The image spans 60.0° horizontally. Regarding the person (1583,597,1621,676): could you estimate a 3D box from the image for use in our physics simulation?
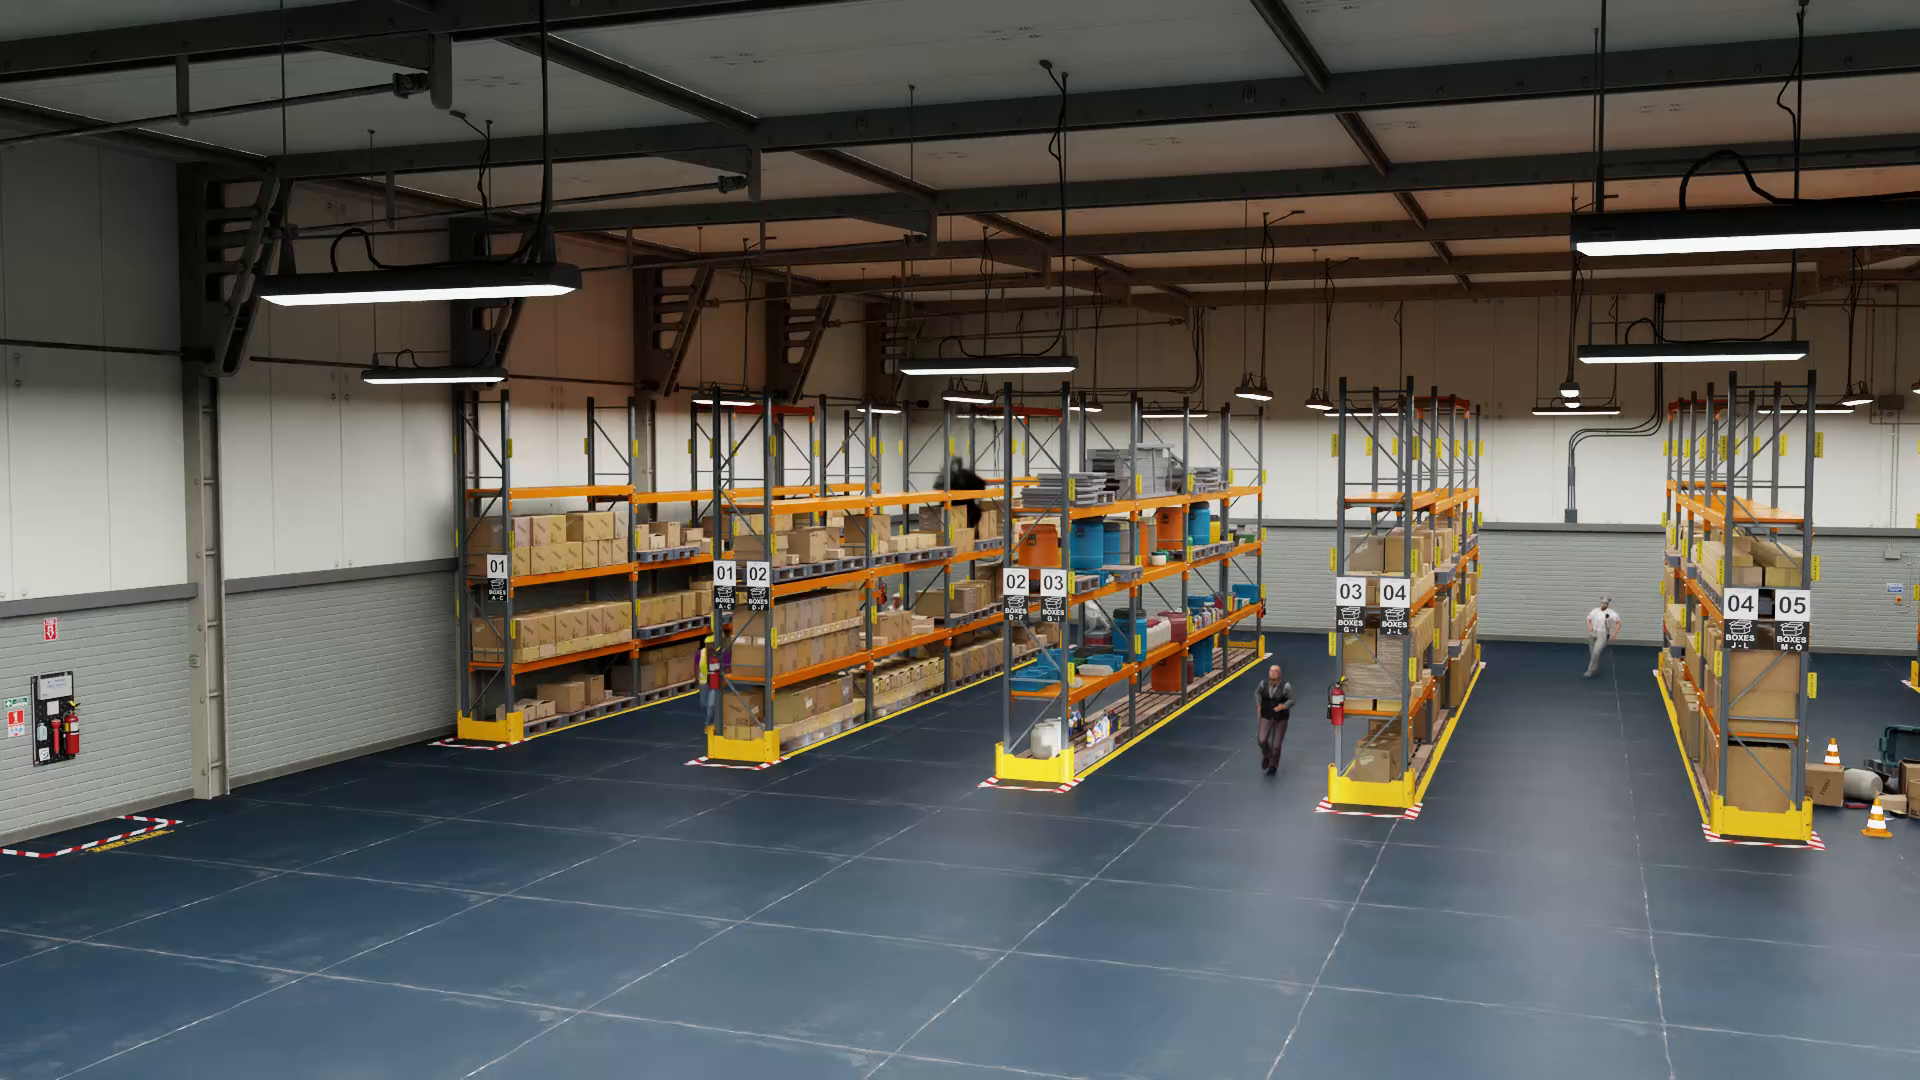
[{"bbox_3d":[14.062,2.100,36.502,0.719,1.736,0.944,3,4,44],"label":"person"}]

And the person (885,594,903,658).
[{"bbox_3d":[-1.442,2.072,37.267,0.690,1.755,0.812,1,3,15],"label":"person"}]

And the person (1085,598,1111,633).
[{"bbox_3d":[3.448,1.898,42.148,1.025,1.562,0.685,2,4,36],"label":"person"}]

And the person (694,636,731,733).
[{"bbox_3d":[-4.399,2.542,29.473,0.740,1.718,0.700,1,3,17],"label":"person"}]

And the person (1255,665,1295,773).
[{"bbox_3d":[4.798,2.752,25.458,0.660,1.679,0.627,1,3,21],"label":"person"}]
